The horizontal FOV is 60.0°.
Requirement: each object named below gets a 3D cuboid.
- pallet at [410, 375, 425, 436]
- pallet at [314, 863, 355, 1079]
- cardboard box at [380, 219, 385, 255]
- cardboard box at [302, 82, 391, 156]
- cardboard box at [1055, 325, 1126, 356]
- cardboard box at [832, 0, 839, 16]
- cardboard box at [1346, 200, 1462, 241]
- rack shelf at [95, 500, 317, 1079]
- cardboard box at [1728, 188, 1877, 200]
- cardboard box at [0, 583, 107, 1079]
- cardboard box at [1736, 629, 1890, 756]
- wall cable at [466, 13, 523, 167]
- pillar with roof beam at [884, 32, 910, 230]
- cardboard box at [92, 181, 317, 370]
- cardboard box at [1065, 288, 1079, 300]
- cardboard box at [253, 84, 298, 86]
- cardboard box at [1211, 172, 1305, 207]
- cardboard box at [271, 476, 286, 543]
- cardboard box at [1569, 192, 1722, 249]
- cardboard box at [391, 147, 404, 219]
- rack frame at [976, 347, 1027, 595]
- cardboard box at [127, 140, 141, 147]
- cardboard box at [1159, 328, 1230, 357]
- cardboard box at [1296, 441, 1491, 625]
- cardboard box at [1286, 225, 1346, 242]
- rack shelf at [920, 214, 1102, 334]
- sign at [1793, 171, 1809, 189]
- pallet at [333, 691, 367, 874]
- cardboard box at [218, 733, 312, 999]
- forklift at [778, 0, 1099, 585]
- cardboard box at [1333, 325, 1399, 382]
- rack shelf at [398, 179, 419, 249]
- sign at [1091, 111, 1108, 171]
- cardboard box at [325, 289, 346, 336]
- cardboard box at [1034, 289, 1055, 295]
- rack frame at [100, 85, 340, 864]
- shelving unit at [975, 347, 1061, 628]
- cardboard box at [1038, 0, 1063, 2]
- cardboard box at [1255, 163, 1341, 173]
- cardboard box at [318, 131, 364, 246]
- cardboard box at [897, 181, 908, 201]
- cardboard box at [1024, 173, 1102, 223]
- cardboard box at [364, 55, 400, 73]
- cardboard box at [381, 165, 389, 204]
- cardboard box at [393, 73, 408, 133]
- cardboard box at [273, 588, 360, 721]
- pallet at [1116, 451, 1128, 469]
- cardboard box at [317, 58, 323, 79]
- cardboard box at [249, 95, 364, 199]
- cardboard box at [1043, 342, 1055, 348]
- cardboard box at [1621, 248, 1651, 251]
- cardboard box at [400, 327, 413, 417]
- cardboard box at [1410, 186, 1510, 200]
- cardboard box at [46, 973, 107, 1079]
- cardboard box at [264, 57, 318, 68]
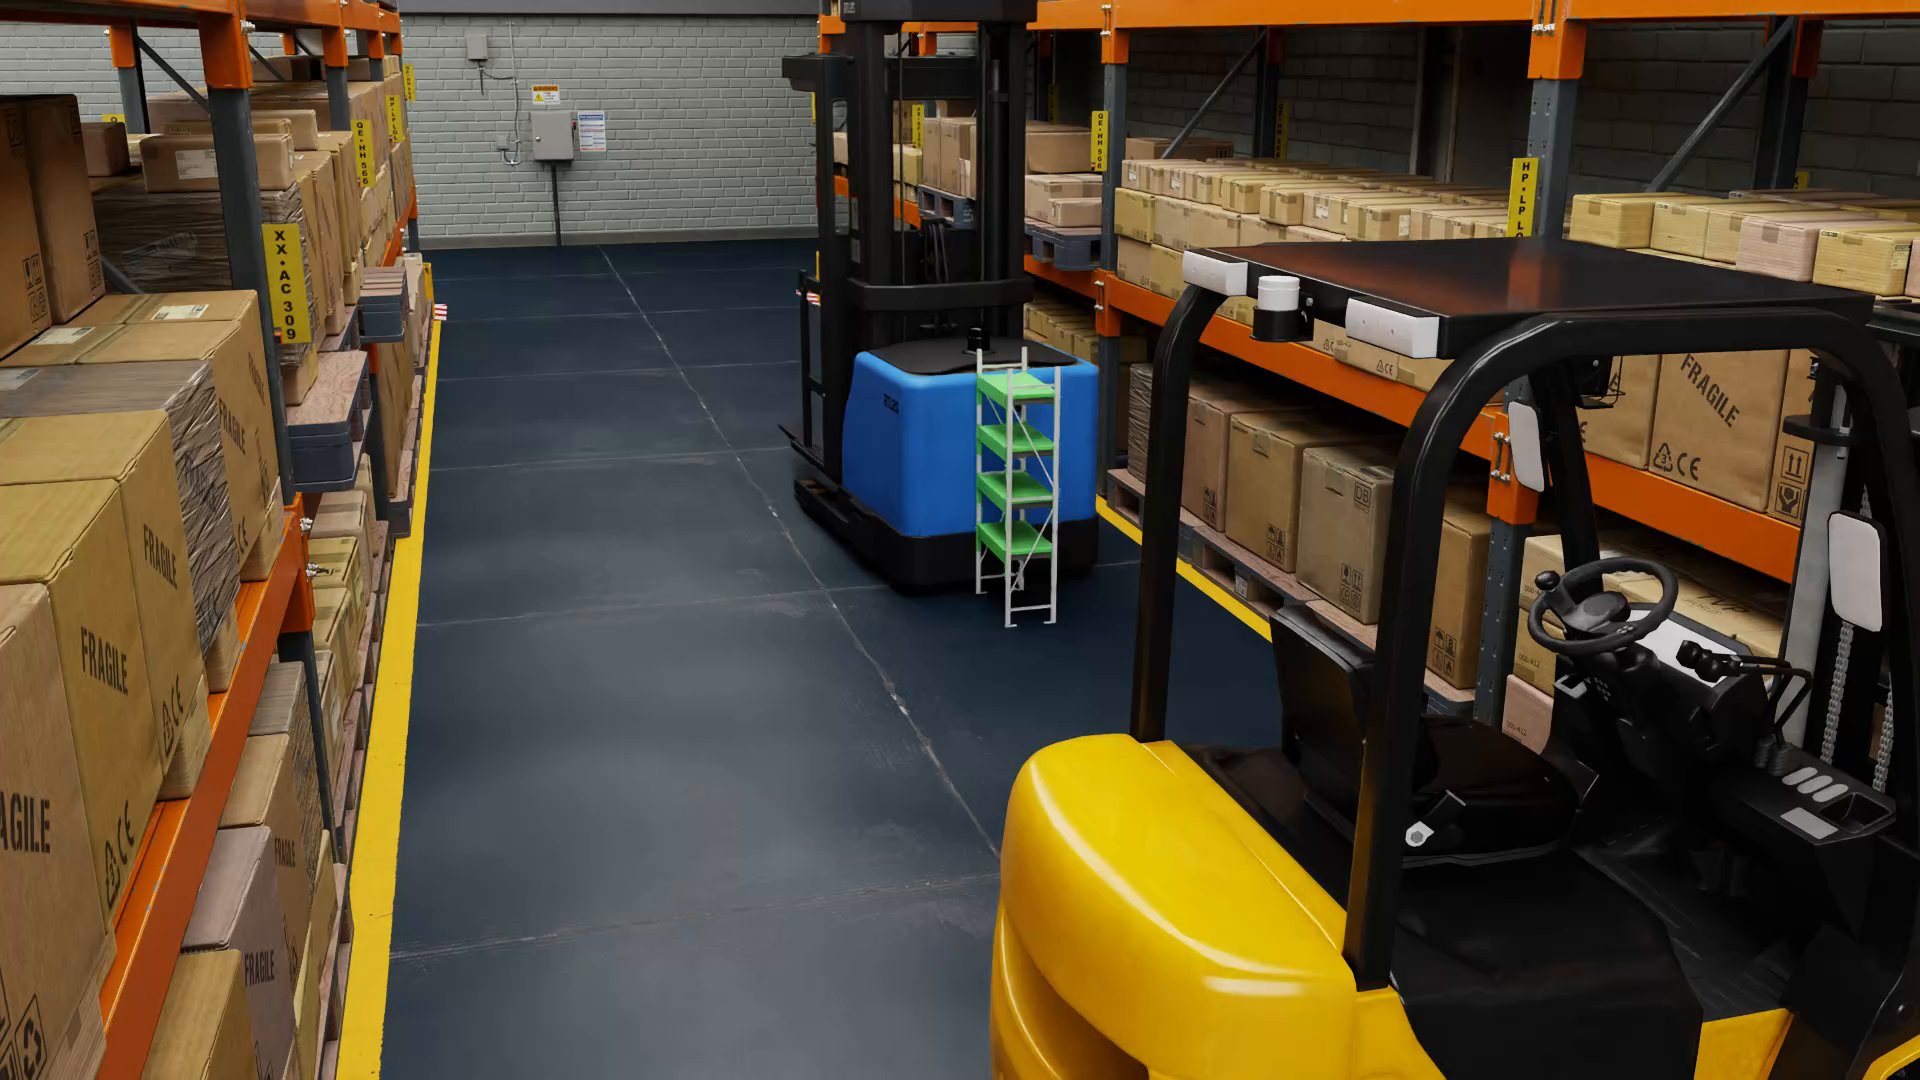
[{"bbox_3d":[-4.289,-0.914,11.627,1.003,0.211,1.213,-5,17,-15],"label":"pallet"},{"bbox_3d":[-2.157,1.275,4.342,1.003,0.211,1.213,-5,17,-15],"label":"pallet"},{"bbox_3d":[-3.803,-1.856,10.178,0.500,0.250,0.500,-5,17,-15],"label":"cardboard box"},{"bbox_3d":[-4.210,-2.880,11.413,0.500,0.500,0.500,-4,17,-13],"label":"cardboard box"},{"bbox_3d":[0.813,-1.248,10.380,0.380,0.149,0.250,-6,18,-18],"label":"cardboard box"},{"bbox_3d":[-1.038,-5.166,16.160,0.380,0.149,0.250,-4,17,-14],"label":"cardboard box"},{"bbox_3d":[1.784,-1.277,6.687,0.380,0.149,0.250,-5,18,-17],"label":"cardboard box"},{"bbox_3d":[-1.826,0.654,2.811,1.077,0.370,4.000,-5,17,-15],"label":"rack shelf"},{"bbox_3d":[2.775,-1.074,5.494,0.380,0.149,0.250,-5,17,-15],"label":"cardboard box"},{"bbox_3d":[-1.285,0.376,1.794,0.500,0.500,0.500,-4,17,-14],"label":"cardboard box"},{"bbox_3d":[2.506,0.437,4.594,0.500,0.250,0.500,-4,17,-13],"label":"cardboard box"},{"bbox_3d":[-5.885,-5.723,21.024,0.588,1.984,0.122,-5,17,-15],"label":"wall cable"},{"bbox_3d":[-4.915,-7.306,17.634,9.100,9.000,0.400,-5,17,-15],"label":"pillar with roof beam"},{"bbox_3d":[-2.228,-0.788,4.939,0.500,0.500,0.500,-4,17,-14],"label":"cardboard box"},{"bbox_3d":[0.973,-1.731,11.988,0.380,0.149,0.250,-4,17,-14],"label":"cardboard box"},{"bbox_3d":[-4.563,-2.700,10.816,0.500,0.500,0.500,-5,17,-16],"label":"cardboard box"},{"bbox_3d":[1.453,-1.710,8.128,0.380,0.149,0.250,-5,17,-15],"label":"cardboard box"},{"bbox_3d":[-1.994,-0.059,4.370,0.380,0.149,0.250,-5,17,-16],"label":"cardboard box"},{"bbox_3d":[2.199,-1.027,5.337,0.380,0.149,0.250,-4,17,-14],"label":"cardboard box"},{"bbox_3d":[-4.451,-2.655,12.403,0.500,0.500,0.500,-4,17,-13],"label":"cardboard box"},{"bbox_3d":[0.196,-0.320,7.922,0.240,1.200,0.015,-5,18,-15],"label":"rack frame"},{"bbox_3d":[-3.423,-1.455,7.162,0.500,0.500,0.500,-4,17,-12],"label":"cardboard box"},{"bbox_3d":[1.453,-1.227,10.311,0.380,0.149,0.250,-4,17,-12],"label":"cardboard box"},{"bbox_3d":[2.036,-0.060,7.335,0.875,0.625,0.625,-5,17,-16],"label":"cardboard box"},{"bbox_3d":[1.732,-1.204,7.138,0.500,0.250,0.500,-4,17,-14],"label":"cardboard box"},{"bbox_3d":[0.747,-1.952,11.488,1.077,0.370,4.000,-5,17,-15],"label":"rack shelf"},{"bbox_3d":[2.930,-1.134,5.871,0.100,0.325,0.005,-5,17,-15],"label":"sign"},{"bbox_3d":[-2.591,0.876,5.667,1.003,0.211,1.213,-5,17,-15],"label":"pallet"},{"bbox_3d":[-1.813,0.796,3.835,0.500,0.500,0.500,-4,17,-14],"label":"cardboard box"},{"bbox_3d":[-0.308,-1.569,9.080,1.130,2.935,3.031,-6,18,-20],"label":"forklift"},{"bbox_3d":[1.863,-0.823,6.738,0.500,0.250,0.500,-5,17,-16],"label":"cardboard box"},{"bbox_3d":[-5.123,-2.665,13.862,1.077,0.370,4.000,-5,17,-15],"label":"rack shelf"},{"bbox_3d":[0.778,-2.215,9.236,0.100,0.325,0.005,-5,17,-15],"label":"sign"},{"bbox_3d":[-2.555,-0.865,6.325,0.380,0.149,0.250,-4,17,-13],"label":"cardboard box"},{"bbox_3d":[0.460,-1.688,11.846,0.380,0.149,0.250,-4,17,-13],"label":"cardboard box"},{"bbox_3d":[-2.375,-0.244,4.550,1.000,3.000,0.127,-5,17,-15],"label":"rack frame"},{"bbox_3d":[0.260,-0.251,7.697,0.258,1.200,0.503,-5,18,-15],"label":"shelving unit"},{"bbox_3d":[0.784,-3.370,10.004,0.500,0.250,0.500,-5,17,-15],"label":"cardboard box"},{"bbox_3d":[1.773,-1.888,8.723,0.380,0.149,0.250,-5,17,-15],"label":"cardboard box"},{"bbox_3d":[-3.082,-1.638,7.770,0.500,0.500,0.500,-5,17,-17],"label":"cardboard box"},{"bbox_3d":[-0.320,-2.938,13.957,0.380,0.149,0.250,-4,17,-14],"label":"cardboard box"},{"bbox_3d":[0.696,-2.139,10.390,0.500,0.250,0.500,-6,18,-18],"label":"cardboard box"},{"bbox_3d":[-5.137,-4.184,14.627,0.380,0.149,0.250,-5,17,-16],"label":"cardboard box"},{"bbox_3d":[-3.926,-2.241,10.590,0.500,0.250,0.500,-4,17,-14],"label":"cardboard box"},{"bbox_3d":[-5.140,-3.833,14.587,0.500,0.500,0.500,-5,17,-15],"label":"cardboard box"},{"bbox_3d":[-2.723,0.470,6.011,0.950,0.372,0.625,-4,17,-12],"label":"cardboard box"},{"bbox_3d":[1.128,-0.618,10.641,1.003,0.211,1.213,-5,17,-15],"label":"pallet"},{"bbox_3d":[-4.608,-3.539,12.480,0.380,0.149,0.250,-5,17,-16],"label":"cardboard box"},{"bbox_3d":[-3.375,-2.033,8.593,0.500,0.500,0.500,-5,18,-17],"label":"cardboard box"},{"bbox_3d":[0.847,-0.987,10.638,0.500,0.500,0.500,-5,17,-16],"label":"cardboard box"},{"bbox_3d":[2.231,-0.887,5.389,0.380,0.149,0.250,-5,17,-16],"label":"cardboard box"},{"bbox_3d":[-4.071,-1.226,10.782,0.875,0.875,0.875,-4,17,-14],"label":"cardboard box"},{"bbox_3d":[2.206,-1.467,7.320,0.380,0.149,0.250,-5,17,-16],"label":"cardboard box"},{"bbox_3d":[-1.274,0.650,2.010,0.380,0.149,0.250,-4,17,-14],"label":"cardboard box"},{"bbox_3d":[-5.255,-3.713,13.059,0.380,0.149,0.250,-5,17,-16],"label":"cardboard box"}]
